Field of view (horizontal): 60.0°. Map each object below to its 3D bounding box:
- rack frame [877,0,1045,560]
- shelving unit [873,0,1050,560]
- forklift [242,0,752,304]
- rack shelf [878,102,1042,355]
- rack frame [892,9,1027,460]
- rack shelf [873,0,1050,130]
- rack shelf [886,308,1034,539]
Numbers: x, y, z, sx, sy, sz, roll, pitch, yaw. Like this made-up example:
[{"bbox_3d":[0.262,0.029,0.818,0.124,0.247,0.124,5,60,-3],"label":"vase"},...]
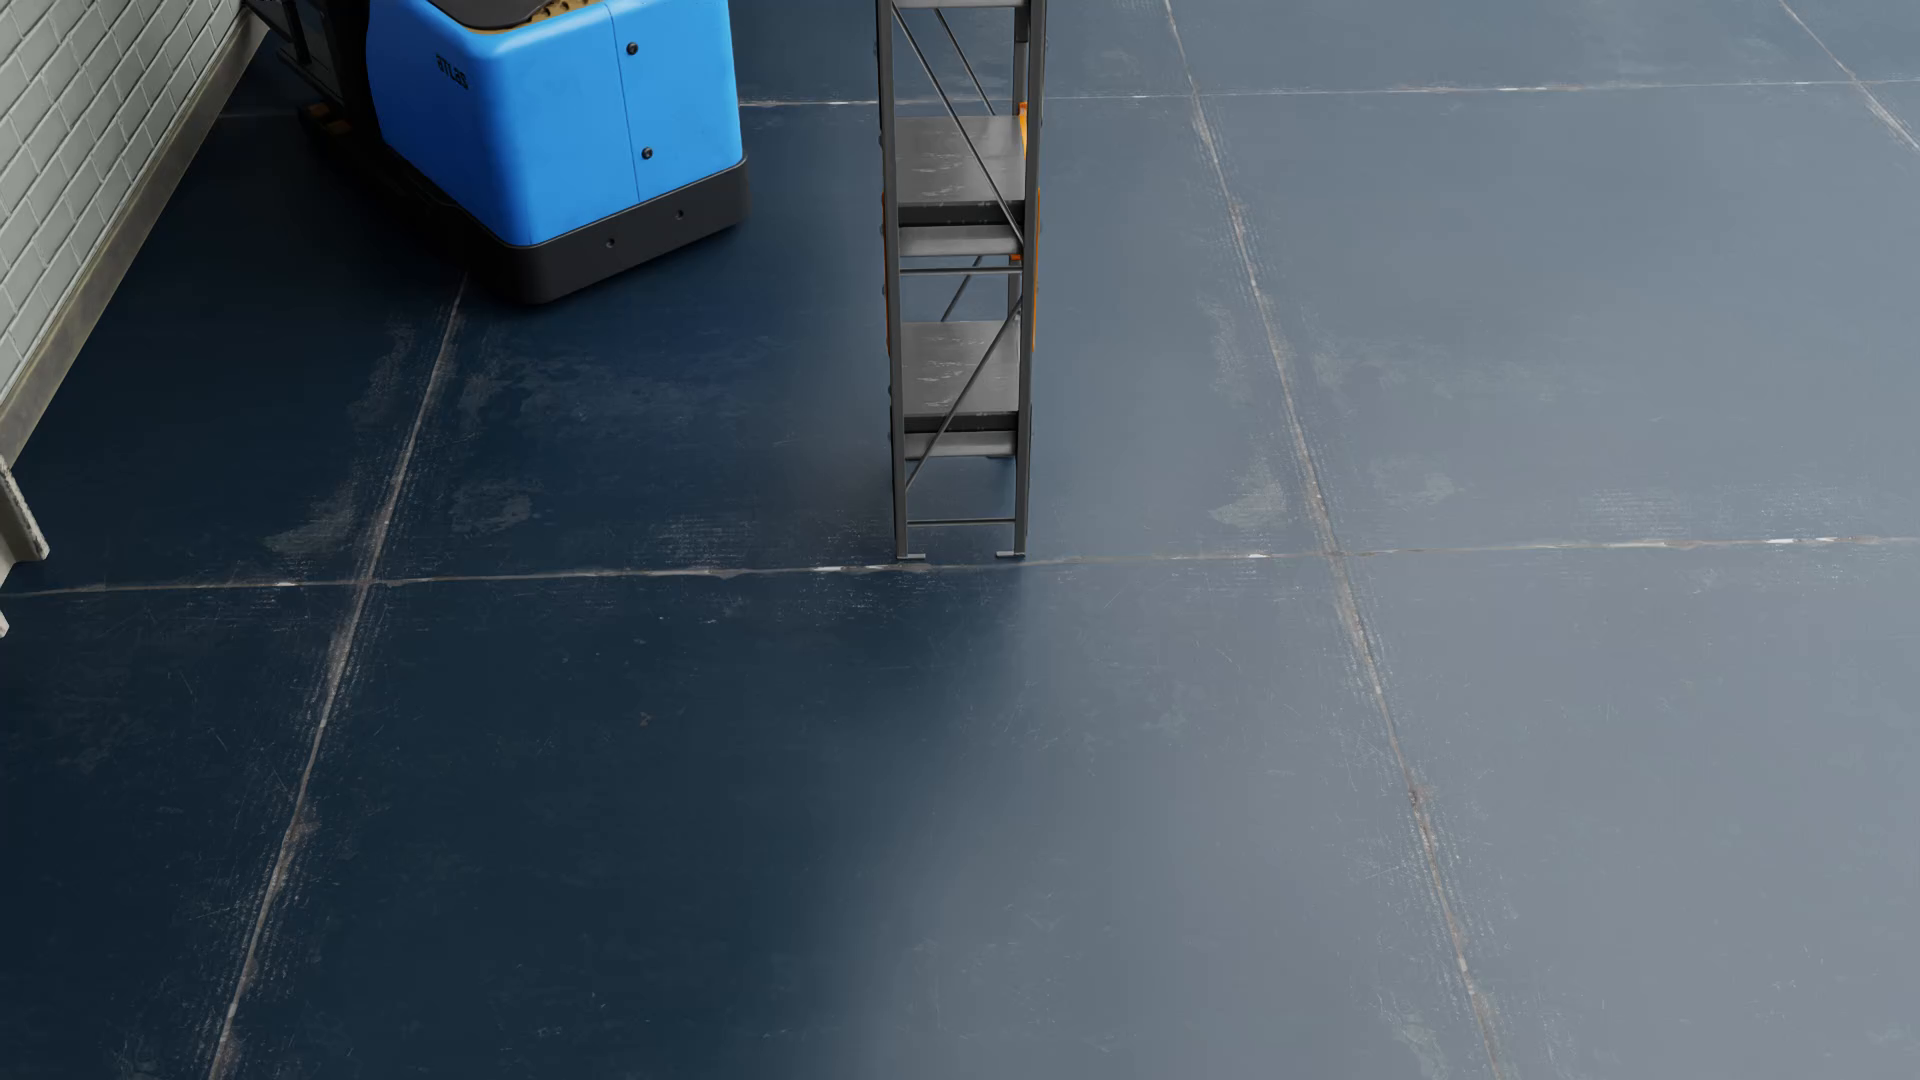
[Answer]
[{"bbox_3d":[0.003,-0.721,4.483,0.400,2.100,0.015,-2,43,-2],"label":"rack frame"},{"bbox_3d":[-0.007,-0.886,4.662,0.431,2.100,0.503,-2,43,-2],"label":"shelving unit"},{"bbox_3d":[-2.156,-2.869,6.211,1.130,2.935,3.031,-30,50,-29],"label":"forklift"},{"bbox_3d":[-0.007,-0.876,4.672,0.431,0.518,0.480,-2,43,-2],"label":"rack shelf"},{"bbox_3d":[-0.017,-1.051,4.842,0.400,2.100,0.015,-2,43,-2],"label":"rack frame"},{"bbox_3d":[-0.007,-1.392,4.199,0.431,0.518,0.480,-2,43,-2],"label":"rack shelf"},{"bbox_3d":[-0.007,-0.360,5.145,0.431,0.518,0.480,-2,43,-2],"label":"rack shelf"}]
